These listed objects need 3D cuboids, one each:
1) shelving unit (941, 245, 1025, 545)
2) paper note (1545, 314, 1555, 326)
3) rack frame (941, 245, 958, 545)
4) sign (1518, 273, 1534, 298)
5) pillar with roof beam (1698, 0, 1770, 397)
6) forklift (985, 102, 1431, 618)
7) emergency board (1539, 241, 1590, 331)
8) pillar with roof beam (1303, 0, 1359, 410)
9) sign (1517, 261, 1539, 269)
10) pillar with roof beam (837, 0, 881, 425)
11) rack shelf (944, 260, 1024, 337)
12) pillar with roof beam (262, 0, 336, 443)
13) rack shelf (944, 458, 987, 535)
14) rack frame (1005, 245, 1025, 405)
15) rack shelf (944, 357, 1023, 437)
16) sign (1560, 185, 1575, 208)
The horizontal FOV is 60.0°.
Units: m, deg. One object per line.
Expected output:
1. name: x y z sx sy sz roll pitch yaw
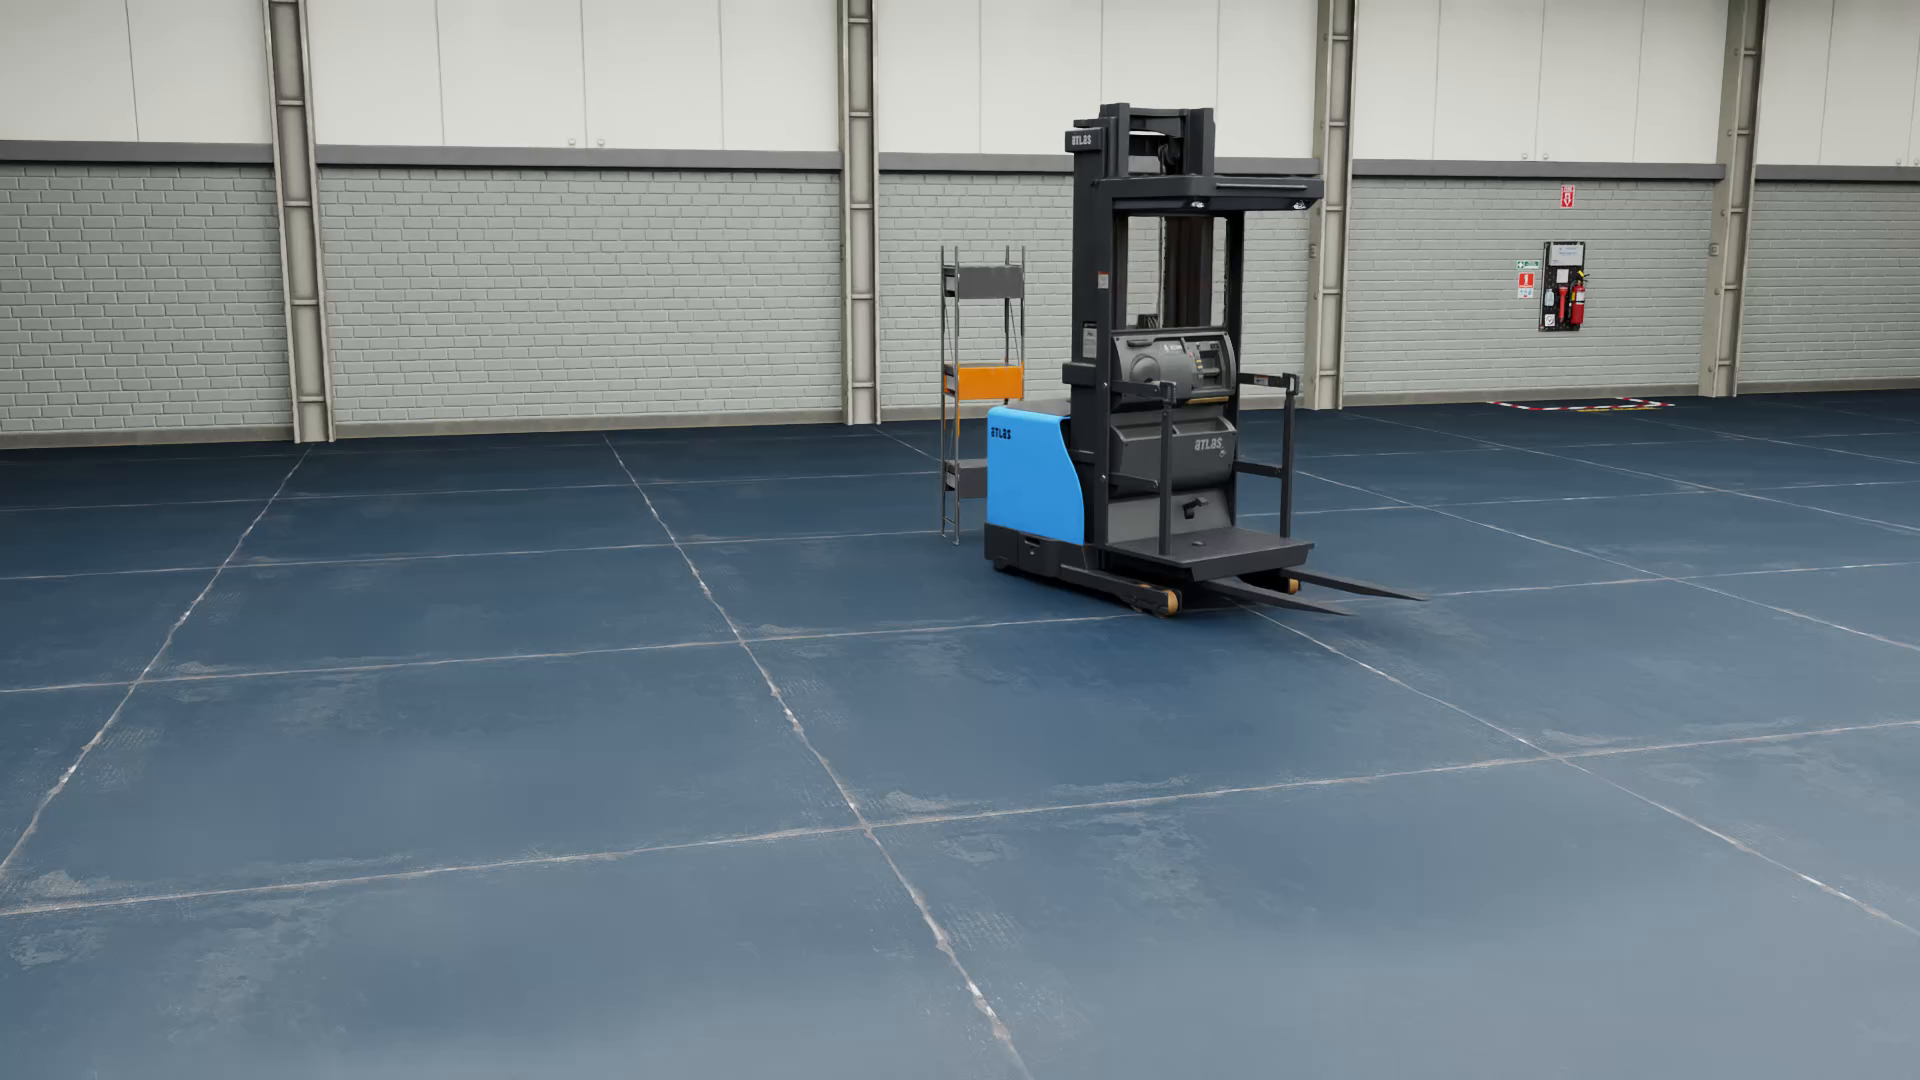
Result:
1. shelving unit: 0.159 -1.041 11.902 0.503 2.100 0.431 -3 11 -16
2. paper note: 7.796 -2.904 21.968 0.142 0.148 0.016 -3 11 -16
3. rack frame: -0.075 -1.029 11.835 0.015 2.100 0.400 -3 11 -16
4. sign: 7.425 -3.342 21.814 0.234 0.329 0.001 -3 11 -16
5. pillar with roof beam: 11.572 -5.655 17.907 0.400 9.000 9.100 -3 11 -16
6. forklift: 1.426 -1.091 9.875 1.130 2.935 3.031 -7 13 -35
7. emergency board: 7.985 -3.334 21.872 0.643 1.169 0.194 -3 11 -16
8. pillar with roof beam: 5.811 -5.351 16.258 0.400 9.000 9.100 -3 11 -16
9. sign: 7.432 -3.601 21.759 0.331 0.109 0.001 -3 11 -16
10. pillar with roof beam: 0.050 -5.047 14.609 0.400 9.000 9.100 -3 11 -16
11. rack shelf: 0.159 -1.716 11.778 0.480 0.518 0.431 -3 11 -16
12. pillar with roof beam: -5.711 -4.744 12.959 0.400 9.000 9.100 -3 11 -16
13. rack shelf: 0.159 -0.339 12.031 0.480 0.518 0.431 -3 11 -16
14. rack frame: 0.393 -1.053 11.969 0.015 2.100 0.400 -3 11 -16
15. rack shelf: 0.159 -1.028 11.904 0.480 0.518 0.431 -3 11 -16
16. sign: 7.949 -4.491 21.754 0.199 0.298 0.001 -3 11 -16
